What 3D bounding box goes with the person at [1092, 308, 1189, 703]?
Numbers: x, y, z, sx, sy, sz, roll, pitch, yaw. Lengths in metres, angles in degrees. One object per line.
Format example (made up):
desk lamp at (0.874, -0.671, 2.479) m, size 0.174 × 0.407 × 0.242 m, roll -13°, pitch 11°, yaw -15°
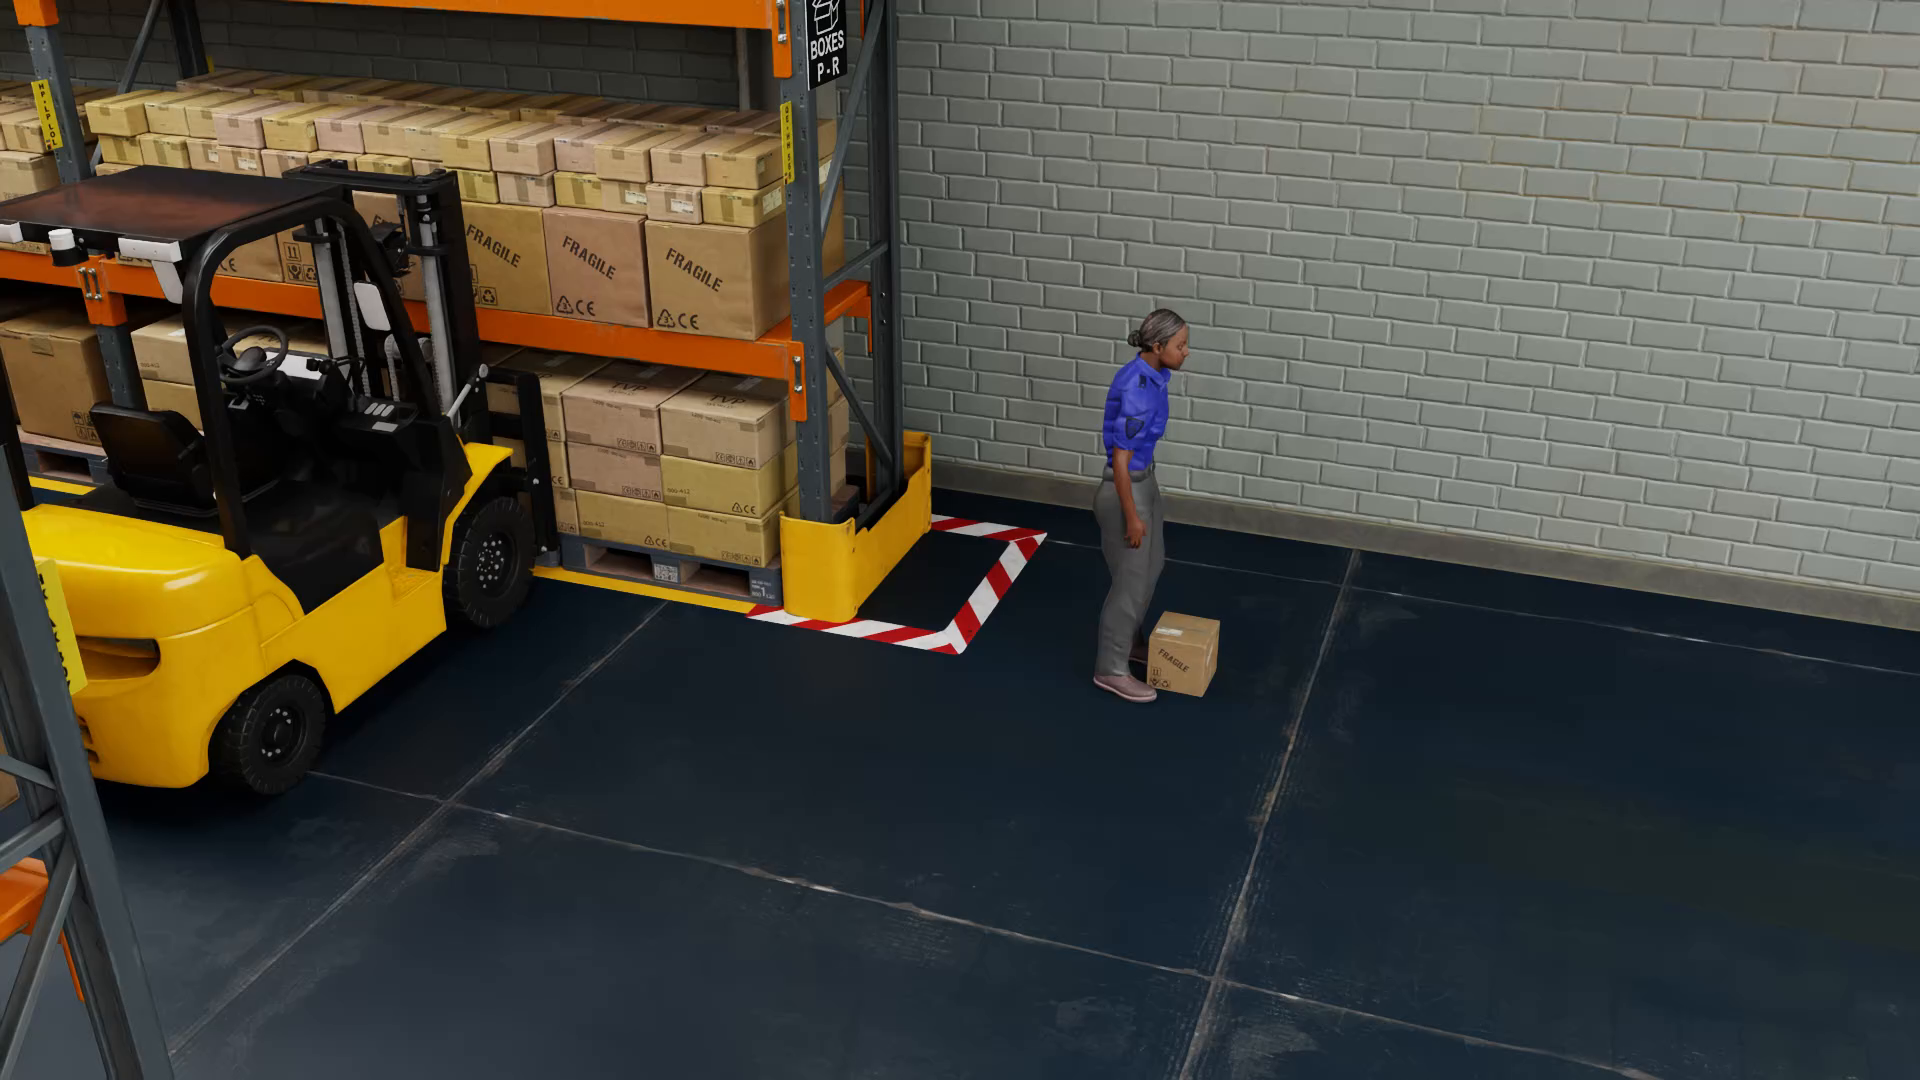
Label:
person at (0.742, -0.168, 6.965) m, size 0.350 × 1.653 × 0.527 m, roll 7°, pitch 27°, yaw 14°
